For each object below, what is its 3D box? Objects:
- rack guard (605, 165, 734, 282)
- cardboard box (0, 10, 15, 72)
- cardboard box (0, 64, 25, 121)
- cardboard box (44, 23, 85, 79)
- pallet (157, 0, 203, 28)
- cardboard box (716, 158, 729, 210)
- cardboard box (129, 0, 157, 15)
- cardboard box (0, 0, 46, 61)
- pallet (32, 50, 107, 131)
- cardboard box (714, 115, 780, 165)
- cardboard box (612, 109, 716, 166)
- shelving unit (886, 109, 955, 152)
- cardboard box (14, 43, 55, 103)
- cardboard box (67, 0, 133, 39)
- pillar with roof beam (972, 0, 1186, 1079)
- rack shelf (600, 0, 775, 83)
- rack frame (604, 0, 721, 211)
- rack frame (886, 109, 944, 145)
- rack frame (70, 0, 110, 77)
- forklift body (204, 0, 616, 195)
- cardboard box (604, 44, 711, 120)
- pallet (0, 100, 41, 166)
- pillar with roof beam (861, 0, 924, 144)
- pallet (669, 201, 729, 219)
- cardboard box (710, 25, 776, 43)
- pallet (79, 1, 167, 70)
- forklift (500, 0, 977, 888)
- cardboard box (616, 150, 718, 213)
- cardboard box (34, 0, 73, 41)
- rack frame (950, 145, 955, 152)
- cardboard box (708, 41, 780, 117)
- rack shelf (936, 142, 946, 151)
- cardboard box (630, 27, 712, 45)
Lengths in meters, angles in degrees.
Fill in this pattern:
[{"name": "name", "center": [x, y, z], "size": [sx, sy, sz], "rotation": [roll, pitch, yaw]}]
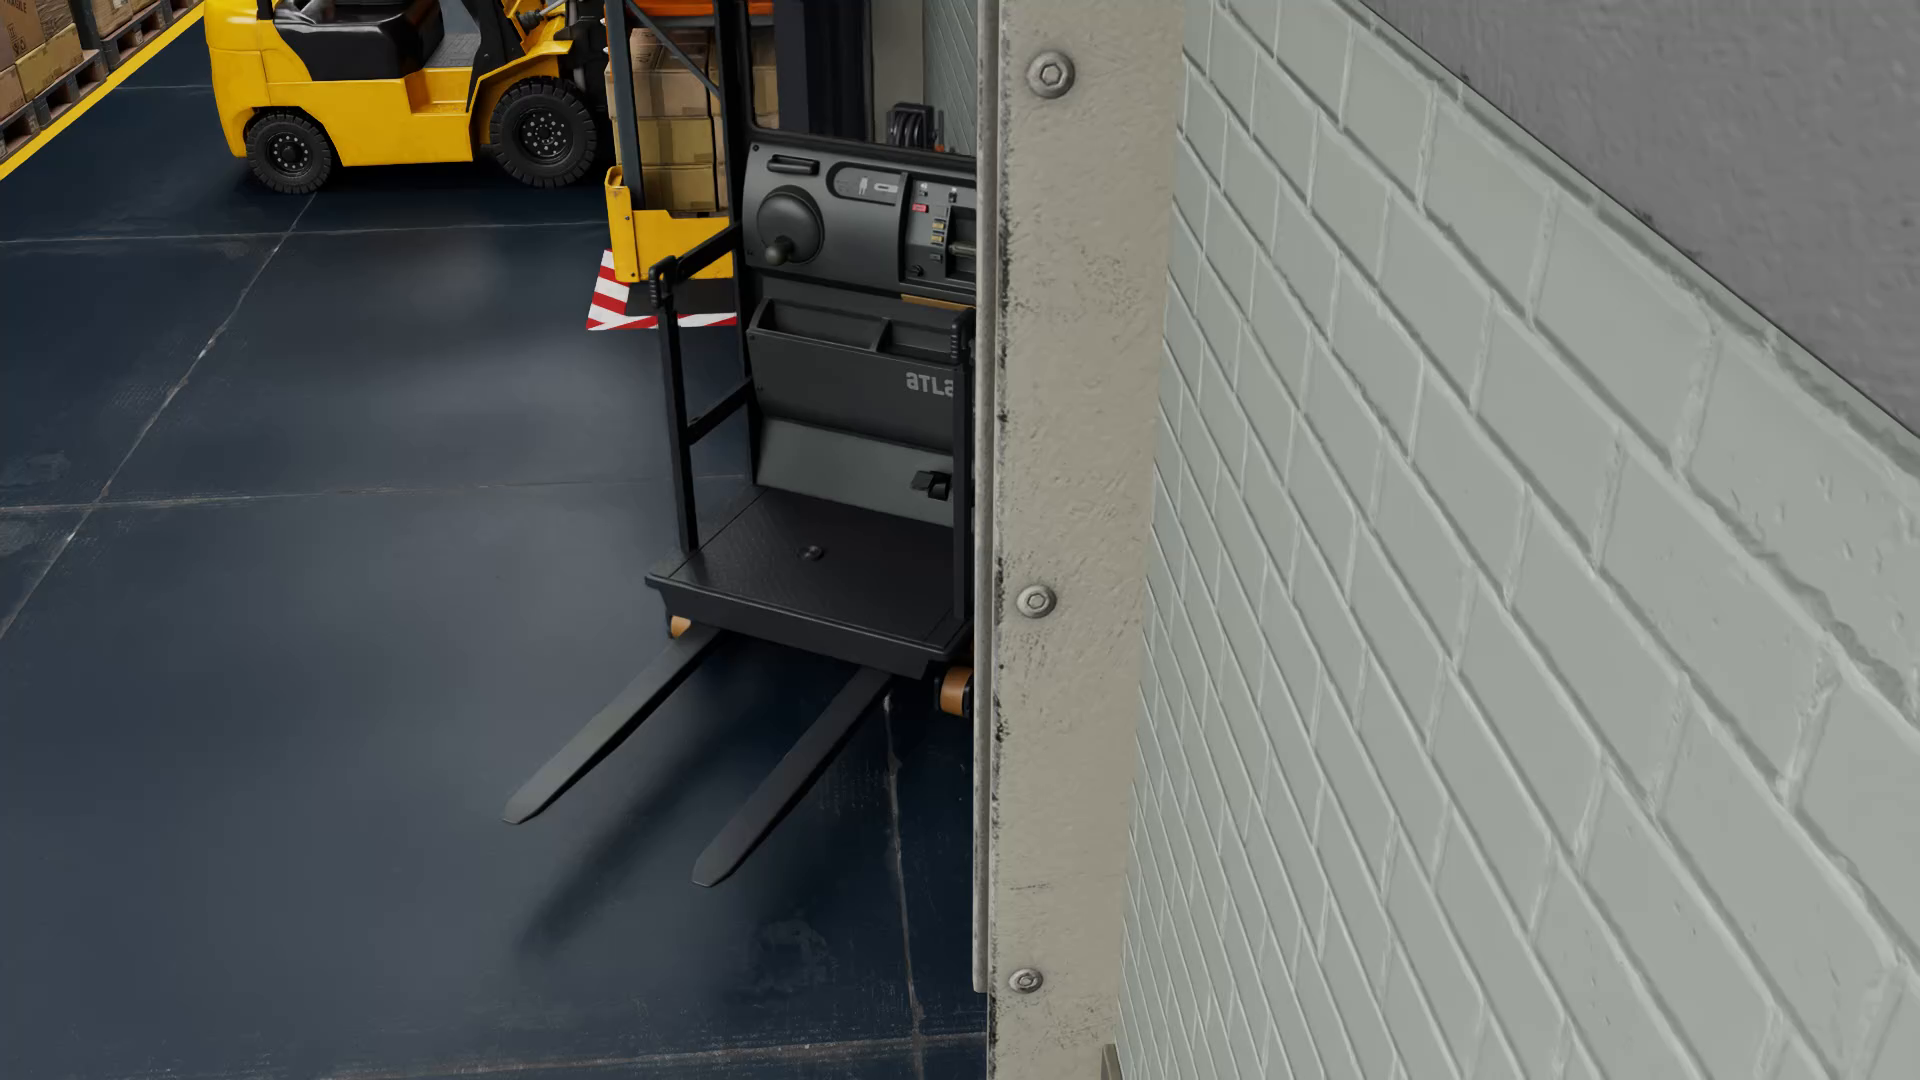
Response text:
[{"name": "rack guard", "center": [-1.186, -1.634, 8.499], "size": [1.175, 0.500, 0.348], "rotation": [-3, 31, -5]}, {"name": "cardboard box", "center": [-6.083, -3.035, 9.946], "size": [0.500, 0.500, 0.500], "rotation": [-1, 31, -2]}, {"name": "cardboard box", "center": [-6.078, -2.702, 10.120], "size": [0.500, 0.250, 0.500], "rotation": [-2, 31, -4]}, {"name": "cardboard box", "center": [-6.181, -3.233, 11.010], "size": [0.500, 0.250, 0.500], "rotation": [-1, 31, -2]}, {"name": "pallet", "center": [-6.695, -4.347, 13.322], "size": [1.003, 0.211, 1.213], "rotation": [-3, 31, -5]}, {"name": "cardboard box", "center": [-1.040, -1.980, 8.911], "size": [0.500, 0.250, 0.500], "rotation": [-3, 31, -4]}, {"name": "cardboard box", "center": [-6.626, -4.209, 12.524], "size": [0.950, 0.372, 0.625], "rotation": [-1, 31, -1]}, {"name": "cardboard box", "center": [-6.132, -3.295, 10.382], "size": [0.500, 0.500, 0.500], "rotation": [-2, 31, -4]}, {"name": "pallet", "center": [-6.406, -2.984, 11.040], "size": [1.003, 0.211, 1.213], "rotation": [-3, 31, -5]}, {"name": "cardboard box", "center": [-1.026, -2.184, 8.766], "size": [0.500, 0.250, 0.500], "rotation": [-2, 31, -4]}, {"name": "cardboard box", "center": [-1.545, -2.168, 8.738], "size": [0.500, 0.250, 0.500], "rotation": [-3, 31, -5]}, {"name": "shelving unit", "center": [-0.163, -1.139, 6.985], "size": [0.258, 1.200, 0.503], "rotation": [-3, 31, -5]}, {"name": "cardboard box", "center": [-6.121, -2.962, 10.555], "size": [0.500, 0.250, 0.500], "rotation": [-4, 31, -6]}, {"name": "cardboard box", "center": [-6.555, -3.842, 11.910], "size": [0.950, 0.372, 0.625], "rotation": [-2, 31, -4]}, {"name": "pillar with roof beam", "center": [-4.082, -2.424, 1.534], "size": [9.100, 9.000, 0.400], "rotation": [-3, 31, -5]}, {"name": "rack shelf", "center": [-1.375, -3.432, 9.772], "size": [1.077, 0.370, 4.000], "rotation": [-3, 31, -5]}, {"name": "rack frame", "center": [-1.188, -2.720, 7.878], "size": [1.000, 3.000, 0.127], "rotation": [-3, 31, -5]}, {"name": "rack frame", "center": [-0.187, -1.263, 7.194], "size": [0.240, 1.200, 0.015], "rotation": [-3, 31, -5]}, {"name": "rack frame", "center": [-6.504, -4.522, 10.896], "size": [1.000, 3.000, 0.127], "rotation": [-3, 31, -5]}, {"name": "forklift body", "center": [-3.182, -3.236, 9.570], "size": [2.313, 2.155, 1.214], "rotation": [-3, 31, -5]}, {"name": "cardboard box", "center": [-1.542, -2.369, 8.588], "size": [0.500, 0.250, 0.500], "rotation": [-2, 31, -3]}, {"name": "pallet", "center": [-6.289, -2.360, 9.995], "size": [1.003, 0.211, 1.213], "rotation": [-3, 31, -5]}, {"name": "pillar with roof beam", "center": [-4.642, -5.488, 6.662], "size": [9.100, 9.000, 0.400], "rotation": [-3, 31, -5]}, {"name": "pallet", "center": [-1.302, -1.911, 9.244], "size": [1.003, 0.211, 1.213], "rotation": [-3, 31, -5]}, {"name": "cardboard box", "center": [-1.095, -2.658, 9.072], "size": [0.500, 0.250, 0.500], "rotation": [-3, 31, -5]}, {"name": "pallet", "center": [-6.578, -3.723, 12.276], "size": [1.003, 0.211, 1.213], "rotation": [-3, 31, -5]}, {"name": "forklift", "center": [-0.337, -0.946, 4.975], "size": [1.130, 2.935, 3.031], "rotation": [13, 33, 20]}, {"name": "cardboard box", "center": [-1.547, -1.944, 8.852], "size": [0.500, 0.250, 0.500], "rotation": [-3, 31, -4]}, {"name": "cardboard box", "center": [-6.181, -3.555, 10.817], "size": [0.500, 0.500, 0.500], "rotation": [-3, 31, -5]}, {"name": "rack frame", "center": [-0.139, -1.015, 6.776], "size": [0.240, 1.200, 0.015], "rotation": [-3, 31, -5]}, {"name": "cardboard box", "center": [-1.045, -2.403, 8.645], "size": [0.500, 0.250, 0.500], "rotation": [-3, 31, -5]}, {"name": "rack shelf", "center": [-0.163, -1.476, 6.784], "size": [0.258, 0.148, 0.480], "rotation": [-3, 31, -5]}, {"name": "cardboard box", "center": [-1.596, -2.629, 9.024], "size": [0.500, 0.250, 0.500], "rotation": [-2, 31, -4]}]
